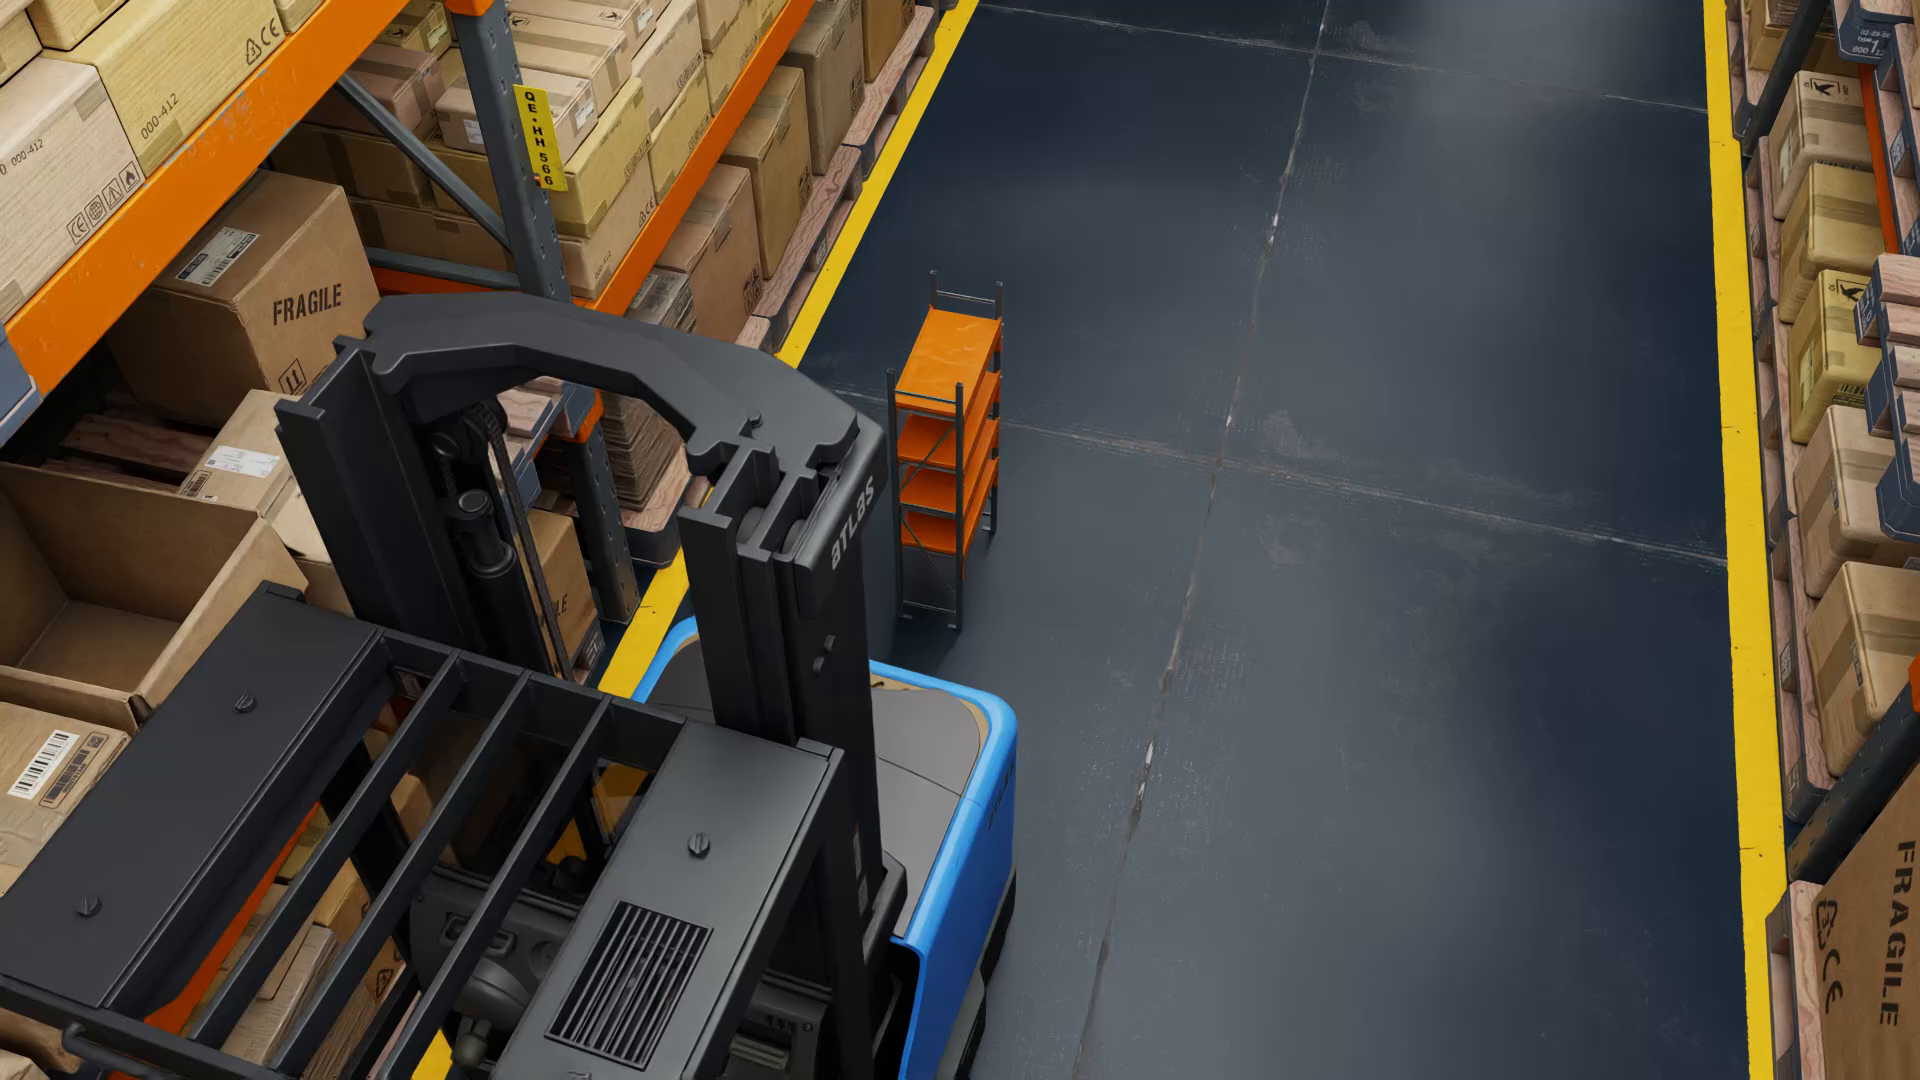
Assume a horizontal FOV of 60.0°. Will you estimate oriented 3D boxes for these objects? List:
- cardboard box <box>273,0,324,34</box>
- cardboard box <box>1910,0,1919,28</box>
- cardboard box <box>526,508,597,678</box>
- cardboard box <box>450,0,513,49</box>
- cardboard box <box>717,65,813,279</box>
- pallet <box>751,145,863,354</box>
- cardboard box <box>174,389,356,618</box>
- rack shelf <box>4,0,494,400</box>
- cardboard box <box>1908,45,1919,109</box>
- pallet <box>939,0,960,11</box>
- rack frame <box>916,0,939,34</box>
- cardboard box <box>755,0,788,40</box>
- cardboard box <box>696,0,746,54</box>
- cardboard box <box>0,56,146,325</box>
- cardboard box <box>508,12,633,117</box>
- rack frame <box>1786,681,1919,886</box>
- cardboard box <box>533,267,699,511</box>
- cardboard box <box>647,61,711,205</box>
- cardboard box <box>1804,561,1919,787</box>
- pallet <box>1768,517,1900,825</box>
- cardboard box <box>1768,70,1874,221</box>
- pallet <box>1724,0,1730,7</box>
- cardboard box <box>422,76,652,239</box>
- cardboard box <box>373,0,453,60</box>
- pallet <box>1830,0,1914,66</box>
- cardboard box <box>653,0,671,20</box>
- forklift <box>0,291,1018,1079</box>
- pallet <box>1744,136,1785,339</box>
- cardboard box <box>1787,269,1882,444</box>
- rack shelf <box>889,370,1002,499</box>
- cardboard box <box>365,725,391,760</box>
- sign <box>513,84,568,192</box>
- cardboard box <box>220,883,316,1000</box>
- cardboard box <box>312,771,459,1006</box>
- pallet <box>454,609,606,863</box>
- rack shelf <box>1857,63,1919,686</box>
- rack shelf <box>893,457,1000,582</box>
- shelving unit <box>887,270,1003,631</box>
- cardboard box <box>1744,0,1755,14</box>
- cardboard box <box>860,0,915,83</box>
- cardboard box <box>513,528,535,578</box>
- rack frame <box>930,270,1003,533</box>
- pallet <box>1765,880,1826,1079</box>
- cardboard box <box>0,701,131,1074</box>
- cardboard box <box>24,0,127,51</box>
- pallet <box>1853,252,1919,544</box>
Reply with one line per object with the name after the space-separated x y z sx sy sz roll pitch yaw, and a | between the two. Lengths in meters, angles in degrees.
-1.559 -1.347 3.538 0.500 0.250 0.500 10 49 9 | cardboard box
3.551 -1.882 5.798 0.380 0.149 0.250 12 50 11 | cardboard box
-1.562 0.213 5.449 0.500 0.500 0.500 13 50 11 | cardboard box
-1.675 -1.689 5.507 0.500 0.250 0.500 12 50 10 | cardboard box
-1.139 -1.586 6.953 0.875 0.625 0.625 10 49 8 | cardboard box
-1.081 -1.368 7.317 1.003 0.211 1.213 12 50 10 | pallet
-1.624 -0.086 4.145 0.500 0.250 0.500 9 49 8 | cardboard box
-2.185 -0.131 2.845 1.077 0.370 4.000 12 50 10 | rack shelf
3.364 -1.521 5.479 0.380 0.149 0.250 13 50 11 | cardboard box
-0.356 -3.361 9.076 1.003 0.211 1.213 12 50 10 | pallet
-0.605 -3.717 7.530 1.000 3.000 0.127 12 50 10 | rack frame
-0.902 -2.158 6.254 0.500 0.250 0.500 13 50 11 | cardboard box
-1.018 -1.949 5.736 0.500 0.250 0.500 10 49 9 | cardboard box
-1.822 -0.622 2.897 0.500 0.250 0.500 12 50 10 | cardboard box
-1.221 -1.437 5.018 0.380 0.149 0.250 13 50 11 | cardboard box
3.131 0.153 4.114 1.000 3.000 0.127 12 50 10 | rack frame
-1.481 -0.625 6.105 0.875 0.625 0.625 13 50 11 | cardboard box
-1.169 -1.409 5.593 0.500 0.250 0.500 11 49 9 | cardboard box
3.290 0.477 5.301 0.950 0.372 0.625 9 49 7 | cardboard box
3.339 0.511 5.658 1.003 0.211 1.213 12 50 10 | pallet
4.049 -1.630 7.160 0.950 0.372 0.625 12 50 11 | cardboard box
4.646 -3.195 8.929 1.003 0.211 1.213 12 50 10 | pallet
-1.282 -1.207 5.081 0.500 0.250 0.500 12 50 10 | cardboard box
-1.807 -1.558 5.125 0.380 0.149 0.250 13 50 11 | cardboard box
3.843 -2.152 6.277 1.003 0.211 1.213 12 50 10 | pallet
-1.122 -1.820 5.356 0.380 0.149 0.250 12 50 10 | cardboard box
-0.794 1.096 3.328 1.130 2.935 3.031 15 50 13 | forklift
3.981 -1.254 7.216 1.003 0.211 1.213 12 50 10 | pallet
3.681 -0.606 6.256 0.950 0.372 0.625 13 50 11 | cardboard box
-0.044 -0.381 5.577 0.258 0.148 0.480 12 50 10 | rack shelf
-1.811 0.624 4.653 0.380 0.149 0.250 13 50 11 | cardboard box
-1.132 -1.080 4.483 0.100 0.325 0.005 12 50 10 | sign
-1.920 1.011 4.312 0.380 0.149 0.250 9 49 8 | cardboard box
-1.839 0.952 4.796 0.500 0.500 0.500 14 50 12 | cardboard box
-1.891 0.632 5.552 1.003 0.211 1.213 12 50 10 | pallet
3.658 -1.055 5.661 1.077 0.370 4.000 12 50 10 | rack shelf
-0.044 -0.101 5.894 0.258 0.148 0.480 12 50 10 | rack shelf
-0.044 -0.277 5.694 0.258 1.200 0.503 12 50 10 | shelving unit
4.211 -2.837 8.307 0.500 0.250 0.500 10 49 9 | cardboard box
-0.732 -2.690 7.928 0.875 0.625 0.625 14 50 12 | cardboard box
-1.544 0.057 5.153 0.380 0.149 0.250 9 49 8 | cardboard box
0.021 -0.454 5.850 0.240 1.200 0.015 12 50 10 | rack frame
2.851 1.631 4.669 1.003 0.211 1.213 12 50 10 | pallet
-2.025 0.650 3.329 0.700 0.500 0.500 11 50 10 | cardboard box
-1.723 -1.037 2.998 0.380 0.149 0.250 12 50 10 | cardboard box
3.216 -0.320 4.660 1.213 0.211 1.003 12 50 10 | pallet
